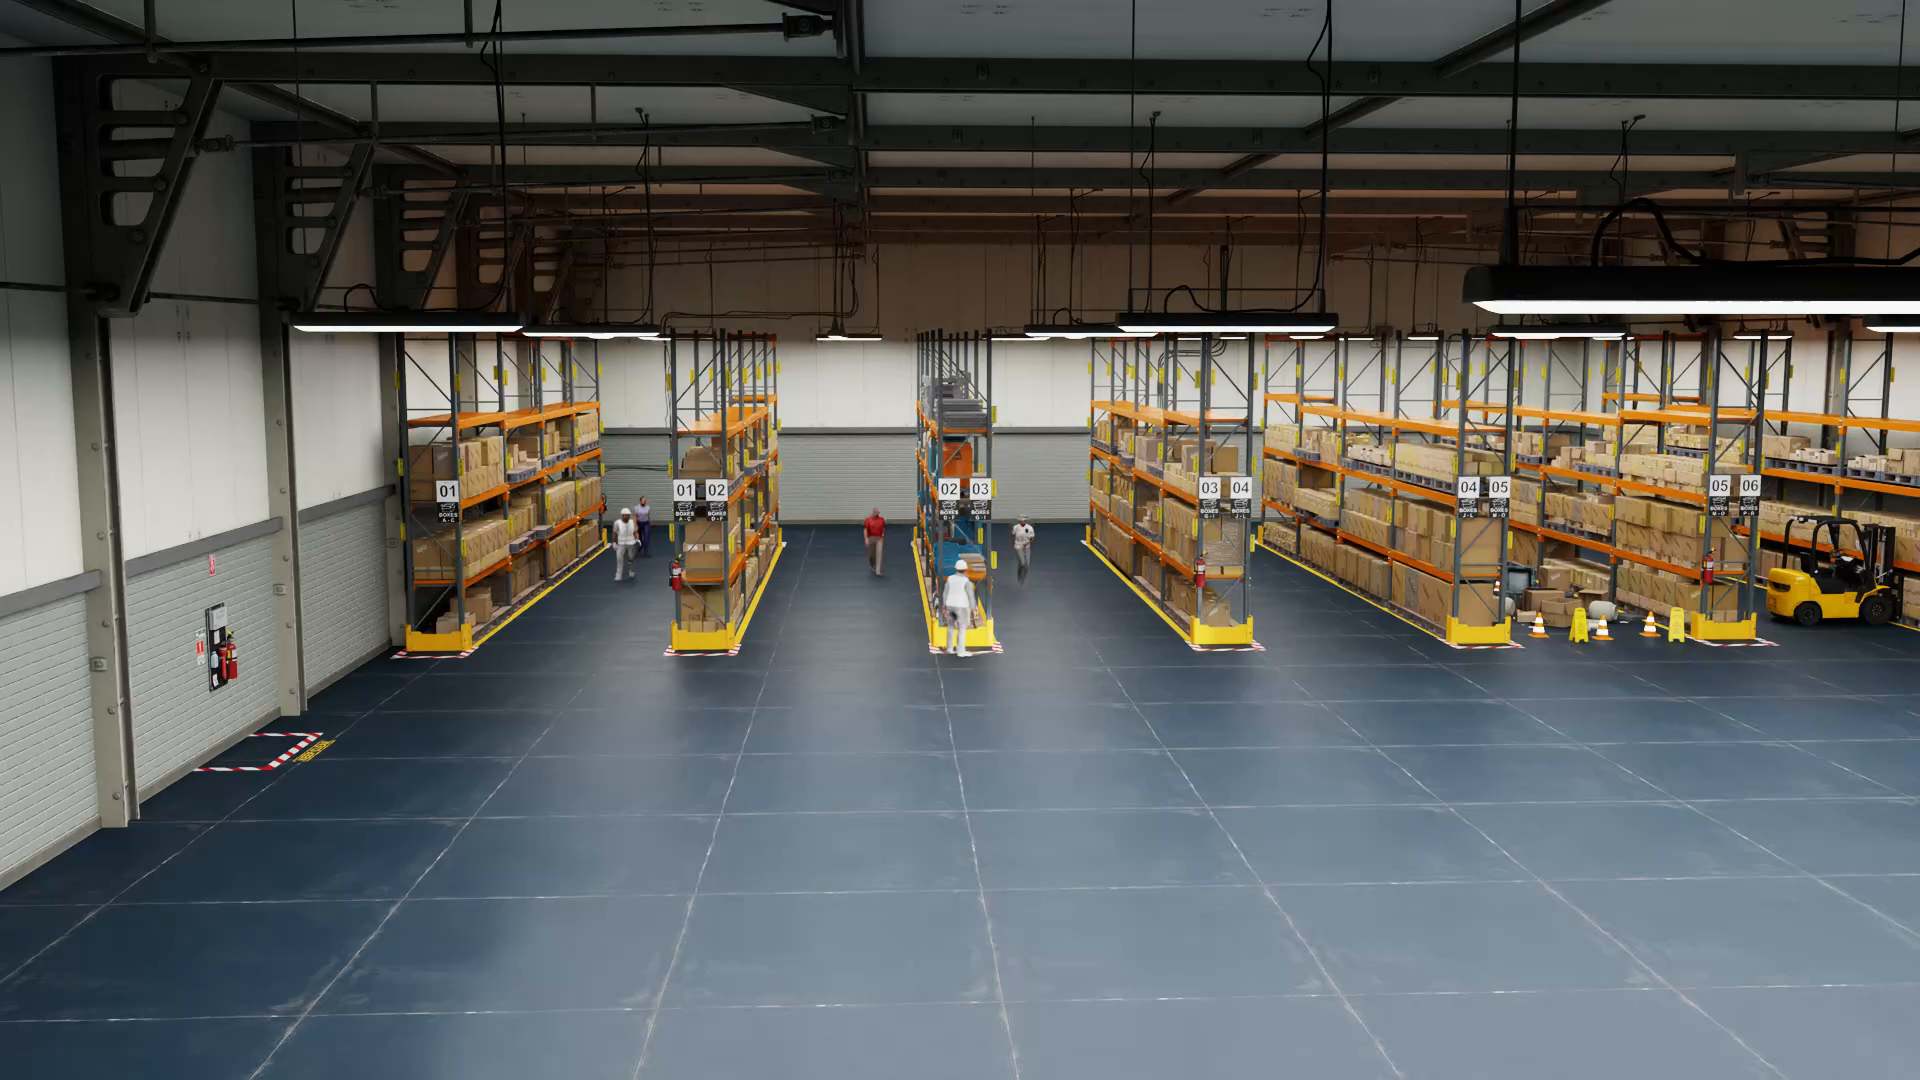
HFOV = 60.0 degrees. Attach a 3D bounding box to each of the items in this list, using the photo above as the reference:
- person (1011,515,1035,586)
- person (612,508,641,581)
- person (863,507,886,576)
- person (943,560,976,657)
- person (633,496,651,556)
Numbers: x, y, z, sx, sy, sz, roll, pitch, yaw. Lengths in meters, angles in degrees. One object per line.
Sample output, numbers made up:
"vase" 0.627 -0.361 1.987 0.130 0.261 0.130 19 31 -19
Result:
"person" 1.484 0.225 38.635 0.464 1.659 0.595 -2 7 -17
"person" -8.057 0.093 40.207 0.724 1.720 1.050 0 7 2
"person" -2.121 0.023 41.299 0.545 1.685 1.032 0 7 1
"person" -0.041 1.261 30.635 0.674 1.814 0.474 5 9 38
"person" -8.632 -0.387 45.147 0.458 1.606 0.978 -1 7 -9
